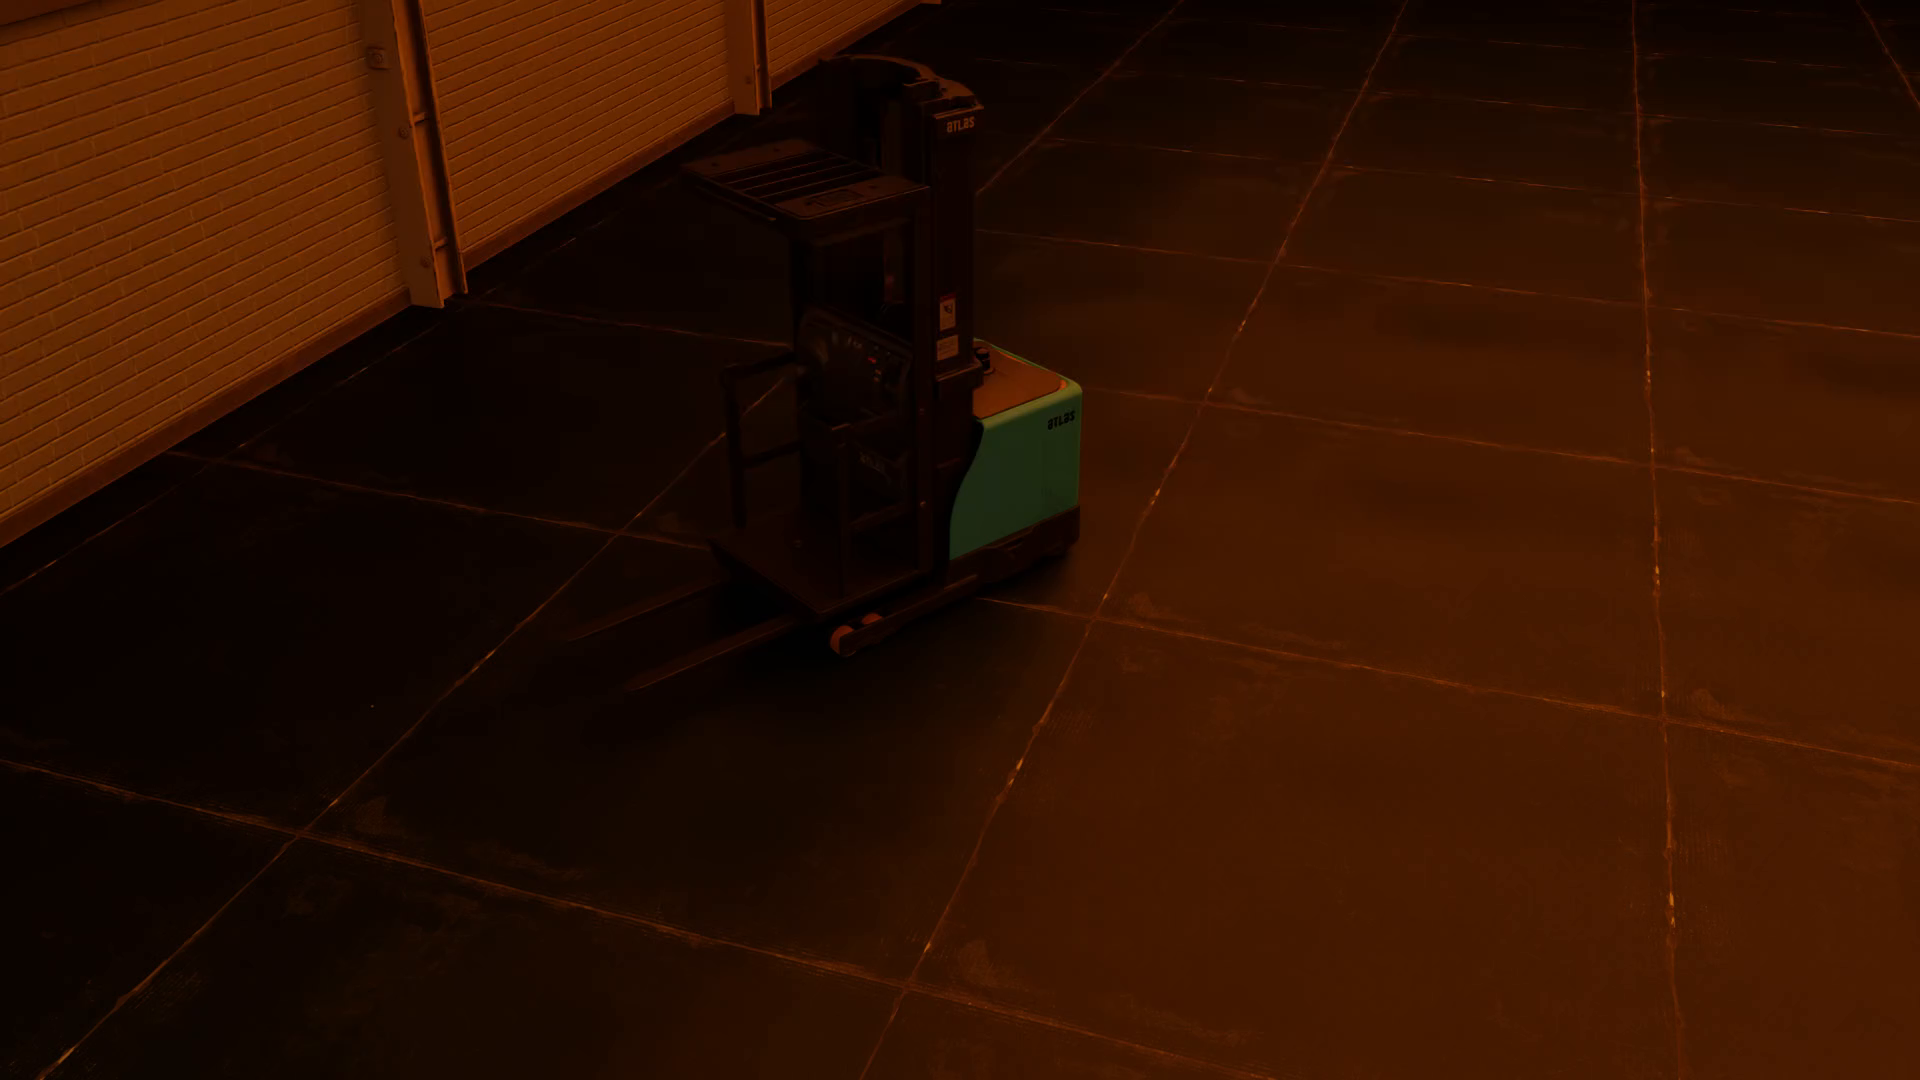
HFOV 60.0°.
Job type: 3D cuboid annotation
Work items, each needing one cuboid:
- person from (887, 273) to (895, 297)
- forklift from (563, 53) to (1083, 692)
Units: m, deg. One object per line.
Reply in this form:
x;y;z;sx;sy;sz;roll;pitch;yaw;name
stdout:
-0.490;-1.052;10.570;0.760;1.377;1.526;-19;35;-30;person
-0.730;-0.935;8.776;3.031;2.935;1.130;-23;37;-35;forklift
